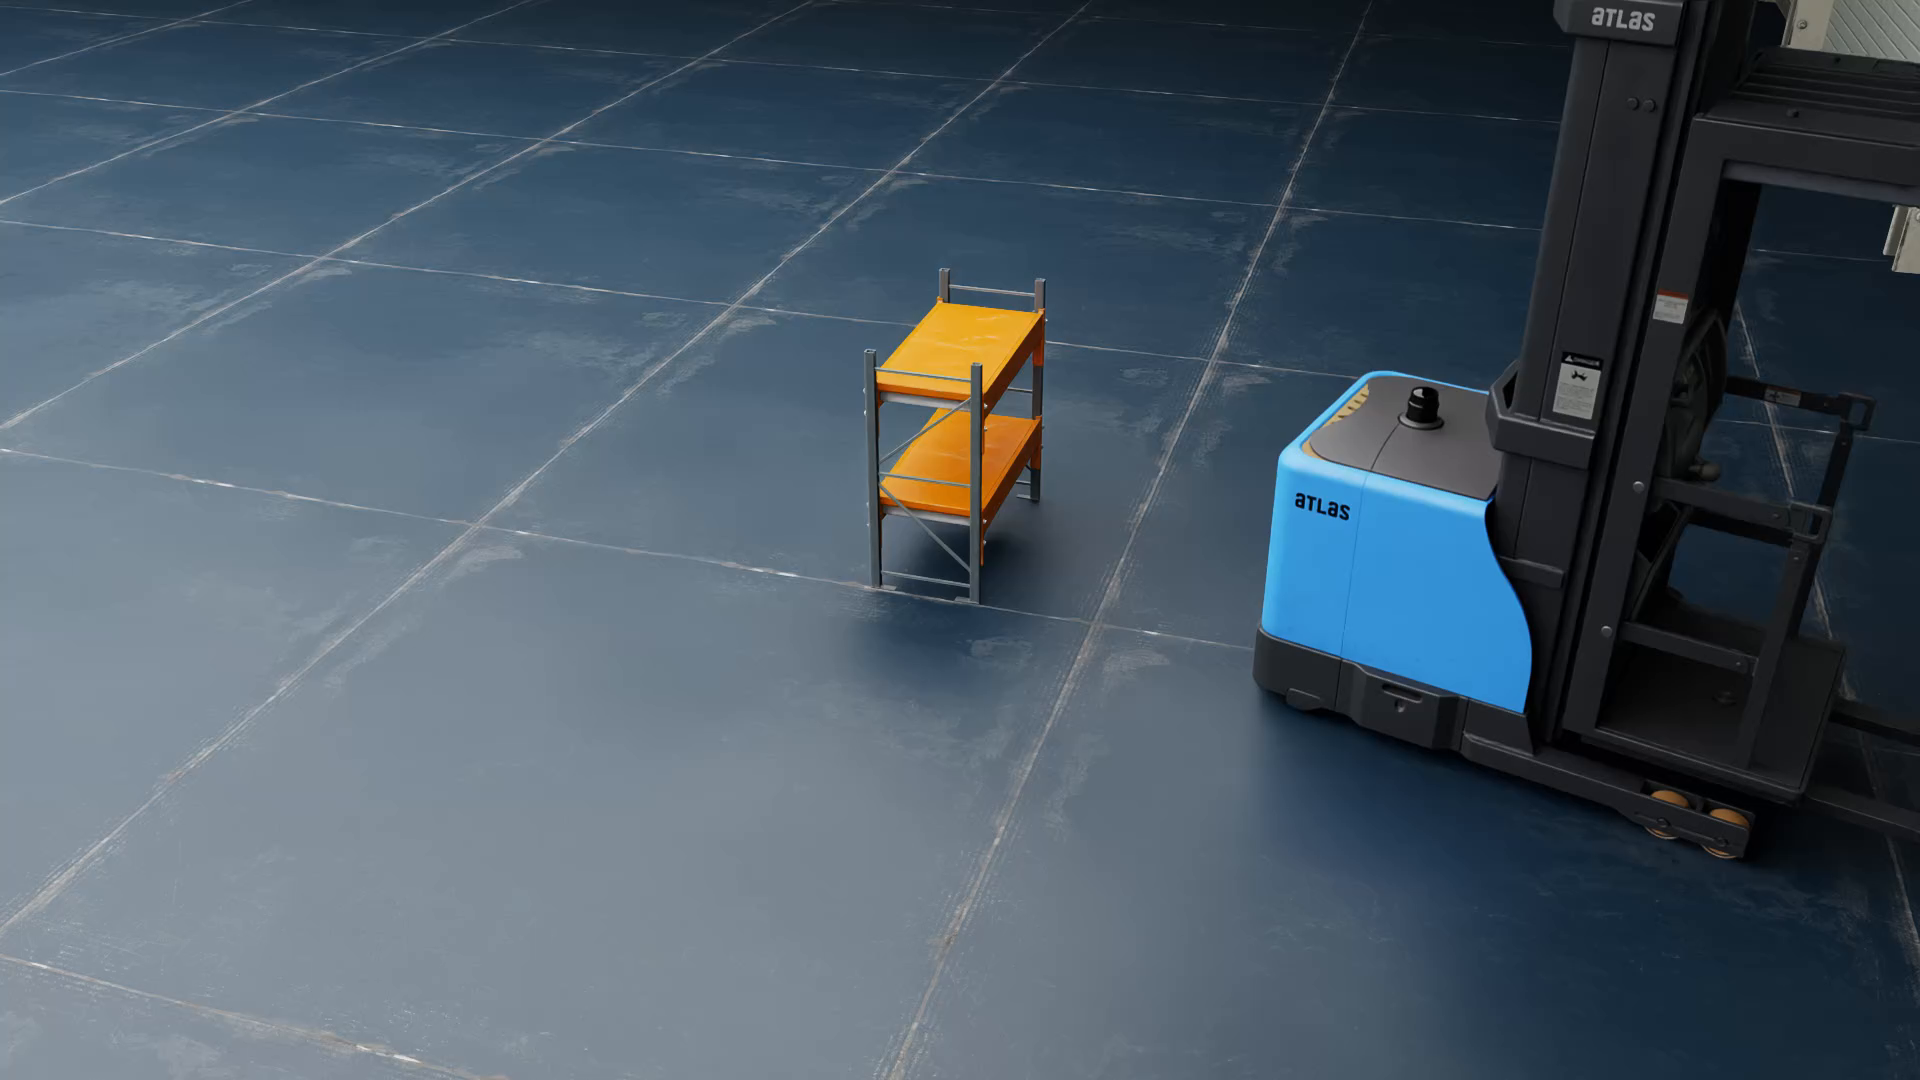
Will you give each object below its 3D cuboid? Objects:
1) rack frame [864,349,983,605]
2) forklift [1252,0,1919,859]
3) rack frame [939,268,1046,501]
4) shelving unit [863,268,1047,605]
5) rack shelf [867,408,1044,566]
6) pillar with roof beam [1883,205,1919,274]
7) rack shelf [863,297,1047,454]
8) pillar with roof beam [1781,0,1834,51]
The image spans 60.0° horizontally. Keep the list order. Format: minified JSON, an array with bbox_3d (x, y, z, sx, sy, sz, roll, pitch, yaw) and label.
[{"bbox_3d":[-0.151,-0.252,7.046,0.500,1.125,0.032,8,30,15],"label":"rack frame"},{"bbox_3d":[2.683,-0.473,5.586,3.031,2.935,1.130,17,33,28],"label":"forklift"},{"bbox_3d":[0.147,-0.725,7.896,0.500,1.125,0.032,8,30,15],"label":"rack frame"},{"bbox_3d":[-0.002,-0.488,7.471,0.538,1.125,1.048,8,30,15],"label":"shelving unit"},{"bbox_3d":[-0.002,-0.275,7.590,0.538,0.278,1.000,8,30,15],"label":"rack shelf"},{"bbox_3d":[2.218,-6.380,9.963,9.100,9.000,0.400,8,30,15],"label":"pillar with roof beam"},{"bbox_3d":[-0.002,-0.744,7.329,0.538,0.278,1.000,8,30,15],"label":"rack shelf"},{"bbox_3d":[3.979,-9.169,14.975,9.100,9.000,0.400,8,30,15],"label":"pillar with roof beam"}]
